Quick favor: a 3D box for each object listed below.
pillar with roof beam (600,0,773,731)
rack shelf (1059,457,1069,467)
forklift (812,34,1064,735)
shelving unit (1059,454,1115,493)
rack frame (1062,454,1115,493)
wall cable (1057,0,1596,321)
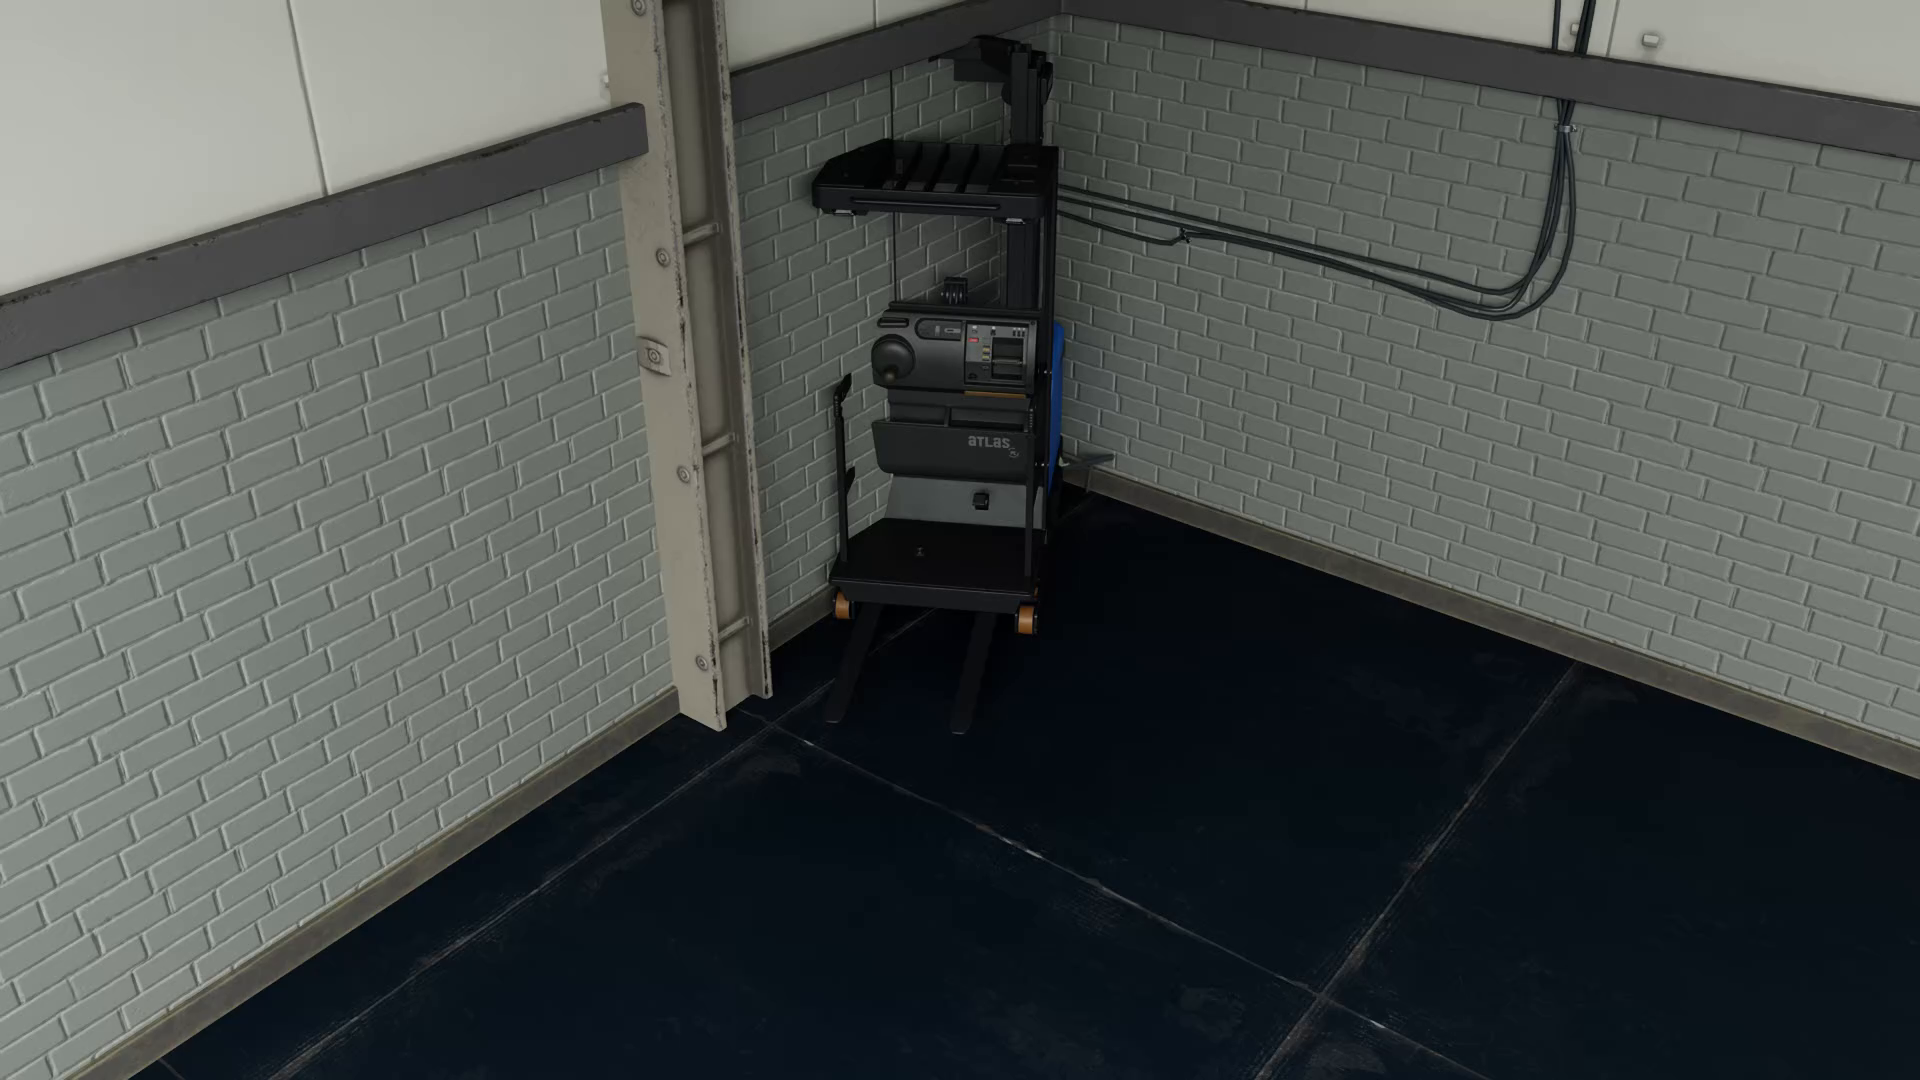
[{"bbox_3d":[2.242,-1.727,3.895,9.100,9.000,0.400,21,37,31],"label":"pillar with roof beam"},{"bbox_3d":[0.353,-0.534,10.378,0.370,0.431,0.720,-14,51,-15],"label":"rack shelf"},{"bbox_3d":[-0.091,-0.945,8.527,1.130,2.935,3.031,4,31,7],"label":"forklift"},{"bbox_3d":[0.658,-0.613,10.464,1.500,0.431,0.755,-14,51,-15],"label":"shelving unit"},{"bbox_3d":[0.788,-0.352,10.242,1.500,0.400,0.023,-14,51,-15],"label":"rack frame"},{"bbox_3d":[1.642,-2.506,8.256,3.097,2.526,0.112,21,37,31],"label":"wall cable"}]
